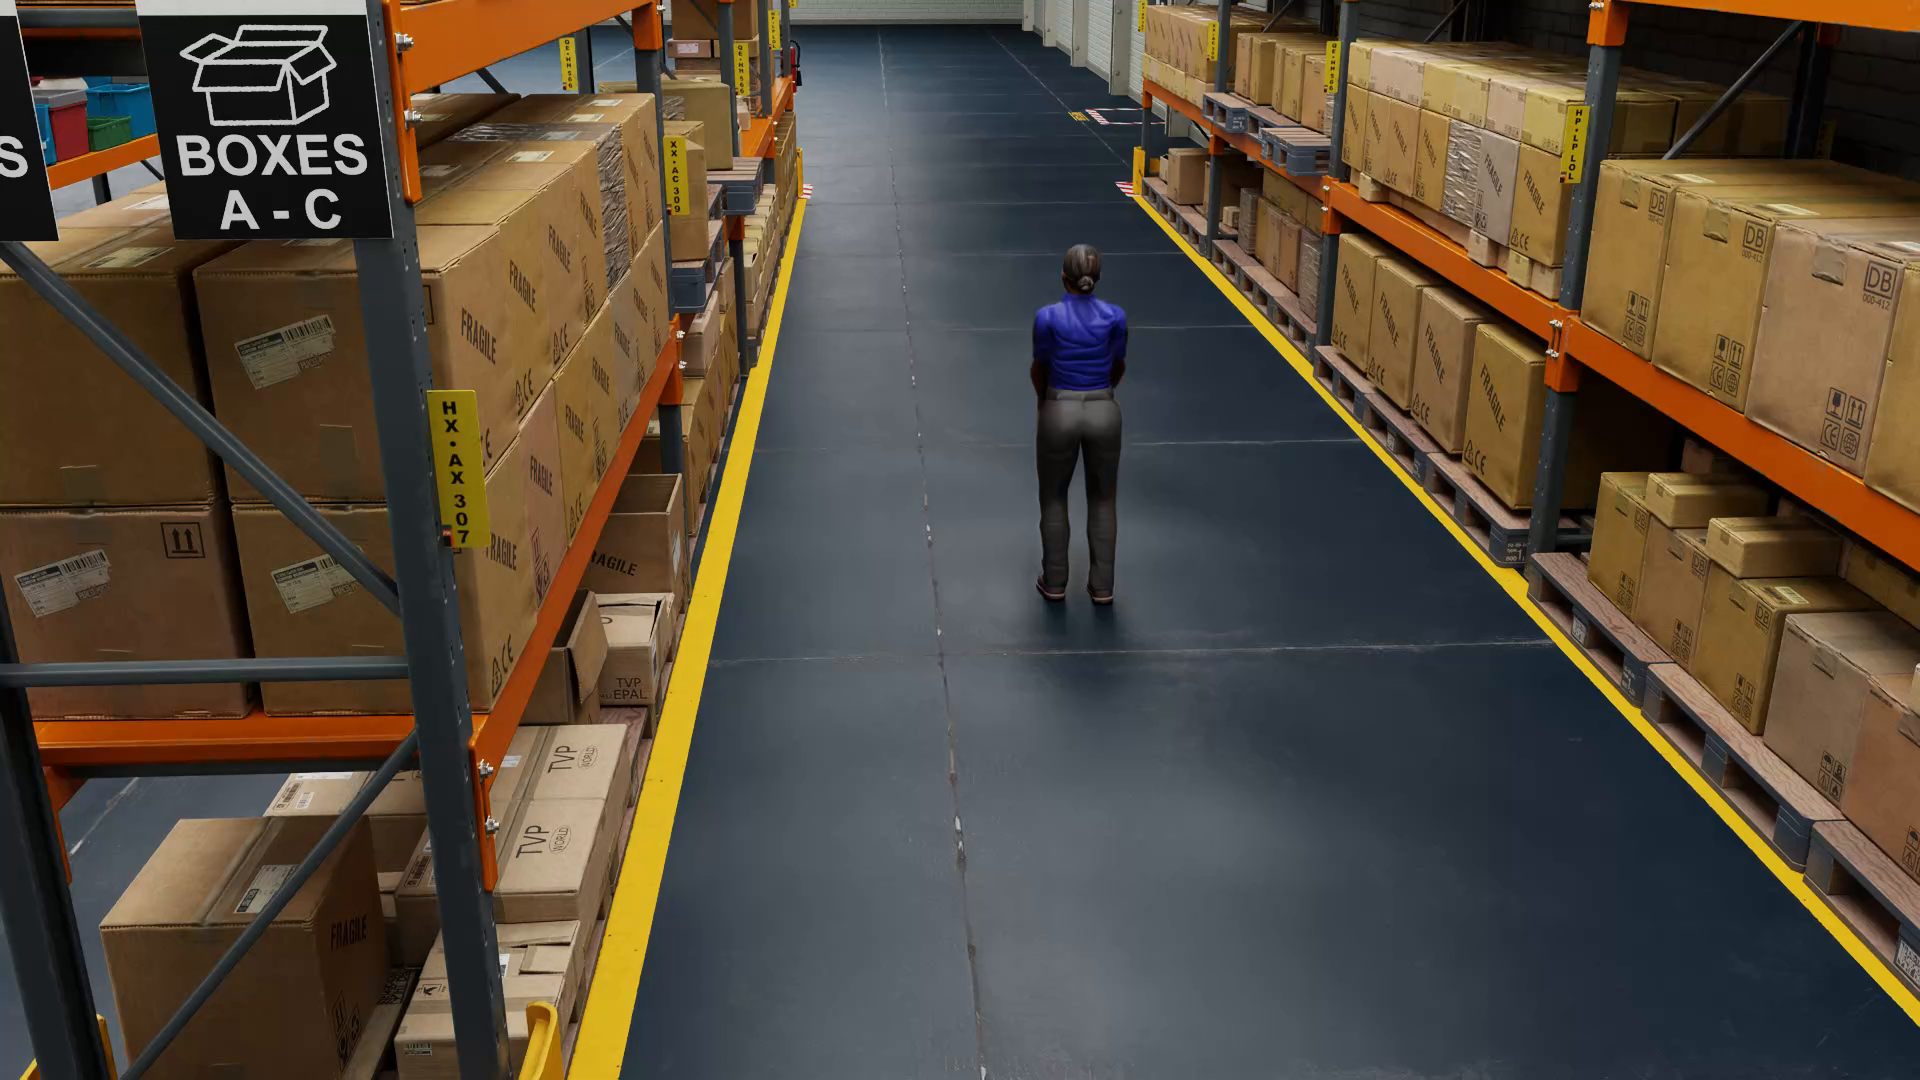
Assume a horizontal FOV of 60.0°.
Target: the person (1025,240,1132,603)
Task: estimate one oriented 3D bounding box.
[{"bbox_3d":[0.523,-0.526,7.480,0.479,1.663,0.405,-1,21,-4],"label":"person"}]
